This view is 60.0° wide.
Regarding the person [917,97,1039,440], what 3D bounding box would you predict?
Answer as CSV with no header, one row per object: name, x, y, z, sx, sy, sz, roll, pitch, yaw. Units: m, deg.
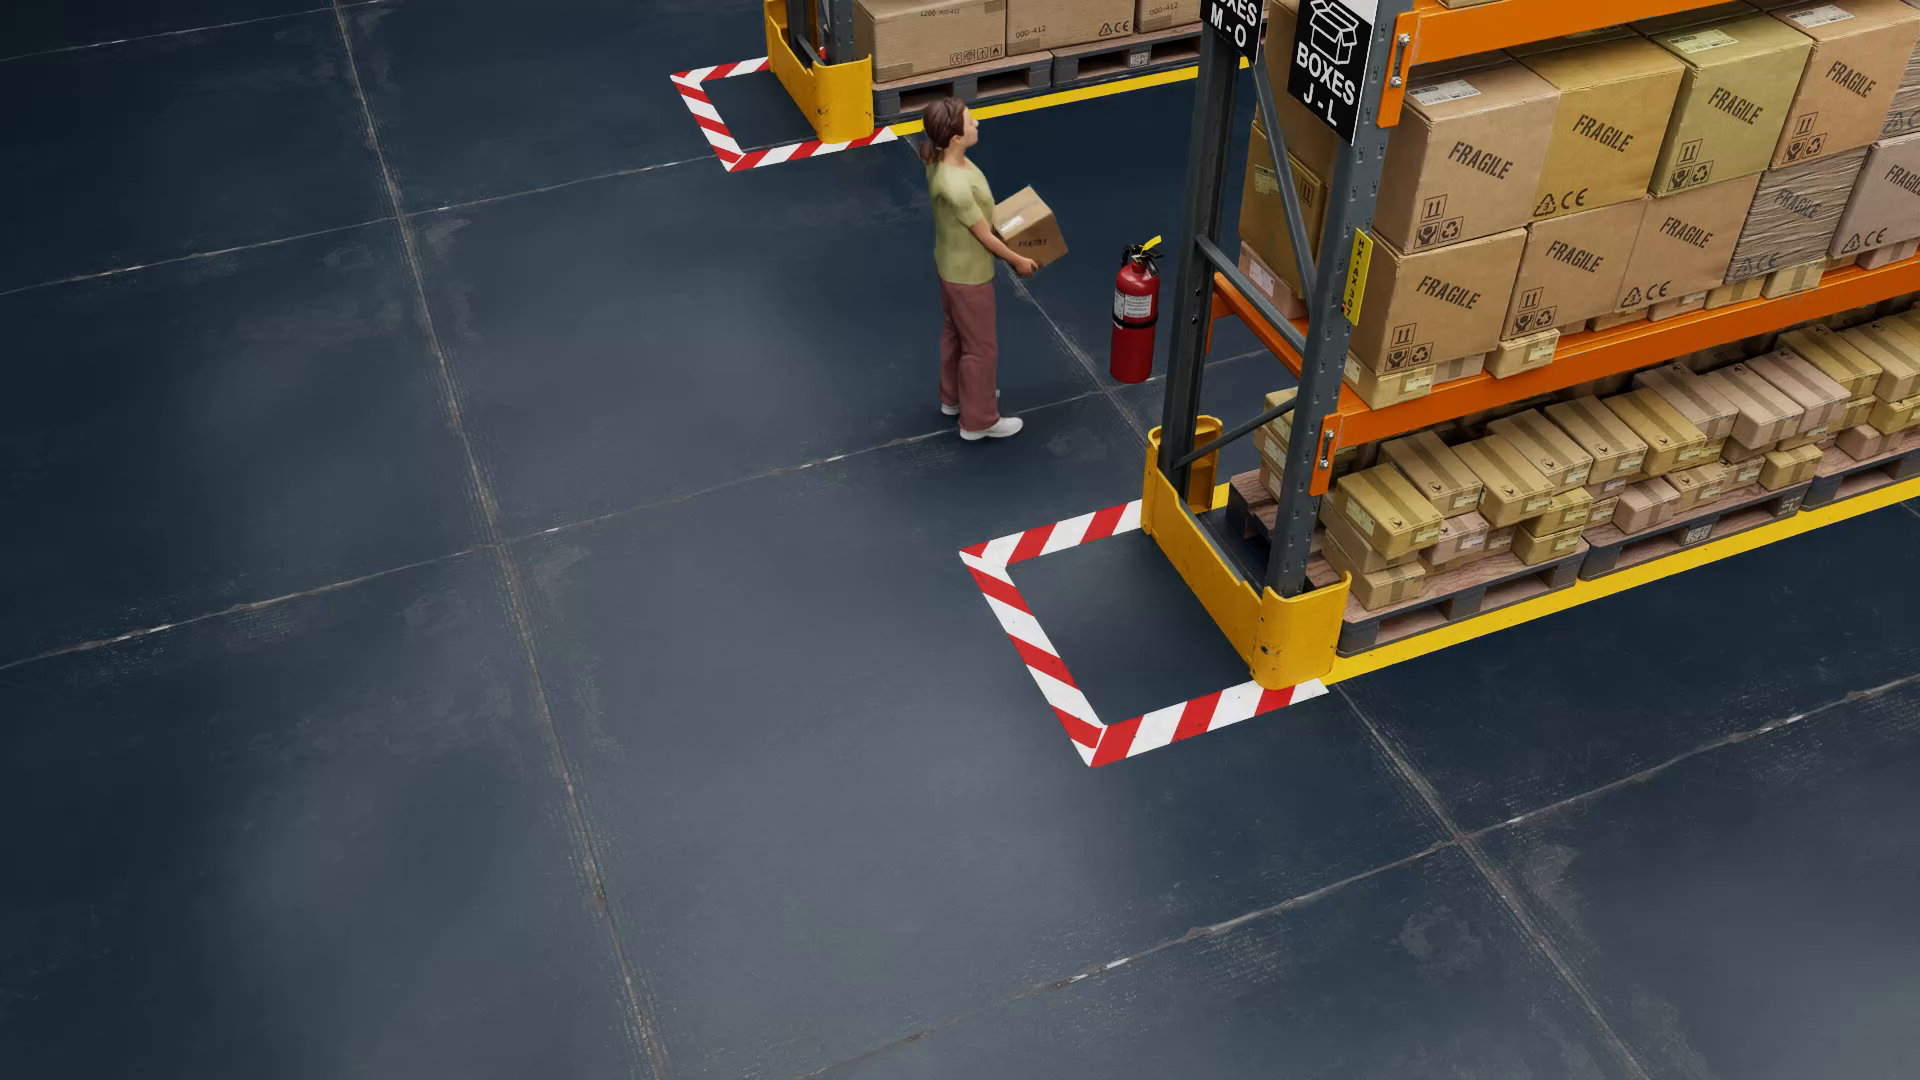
person,0.074,-1.232,7.532,0.529,1.675,0.447,-7,42,-7
